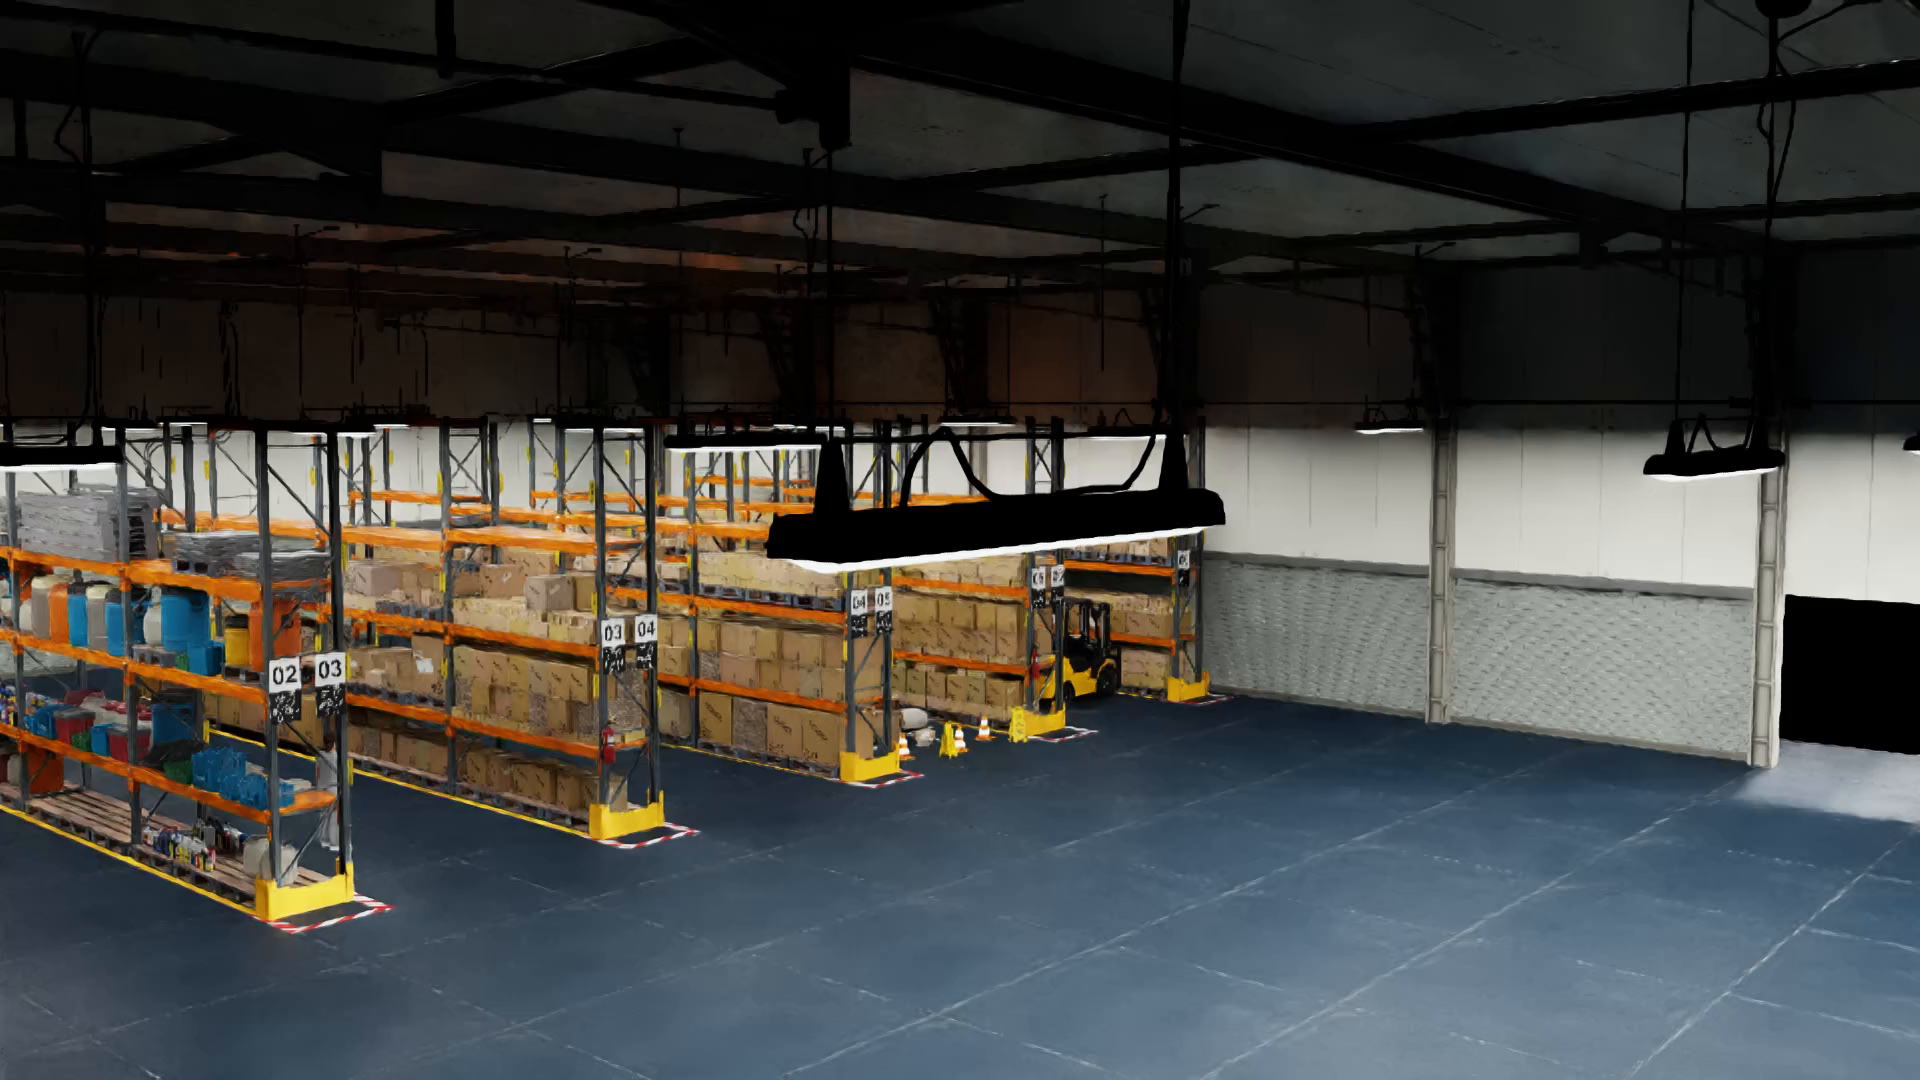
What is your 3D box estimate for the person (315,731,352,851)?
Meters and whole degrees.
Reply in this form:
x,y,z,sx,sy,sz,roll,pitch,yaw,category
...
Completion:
x,y,z,sx,sy,sz,roll,pitch,yaw,category
-8.854,3.520,23.504,0.538,1.666,0.454,1,5,15,person
